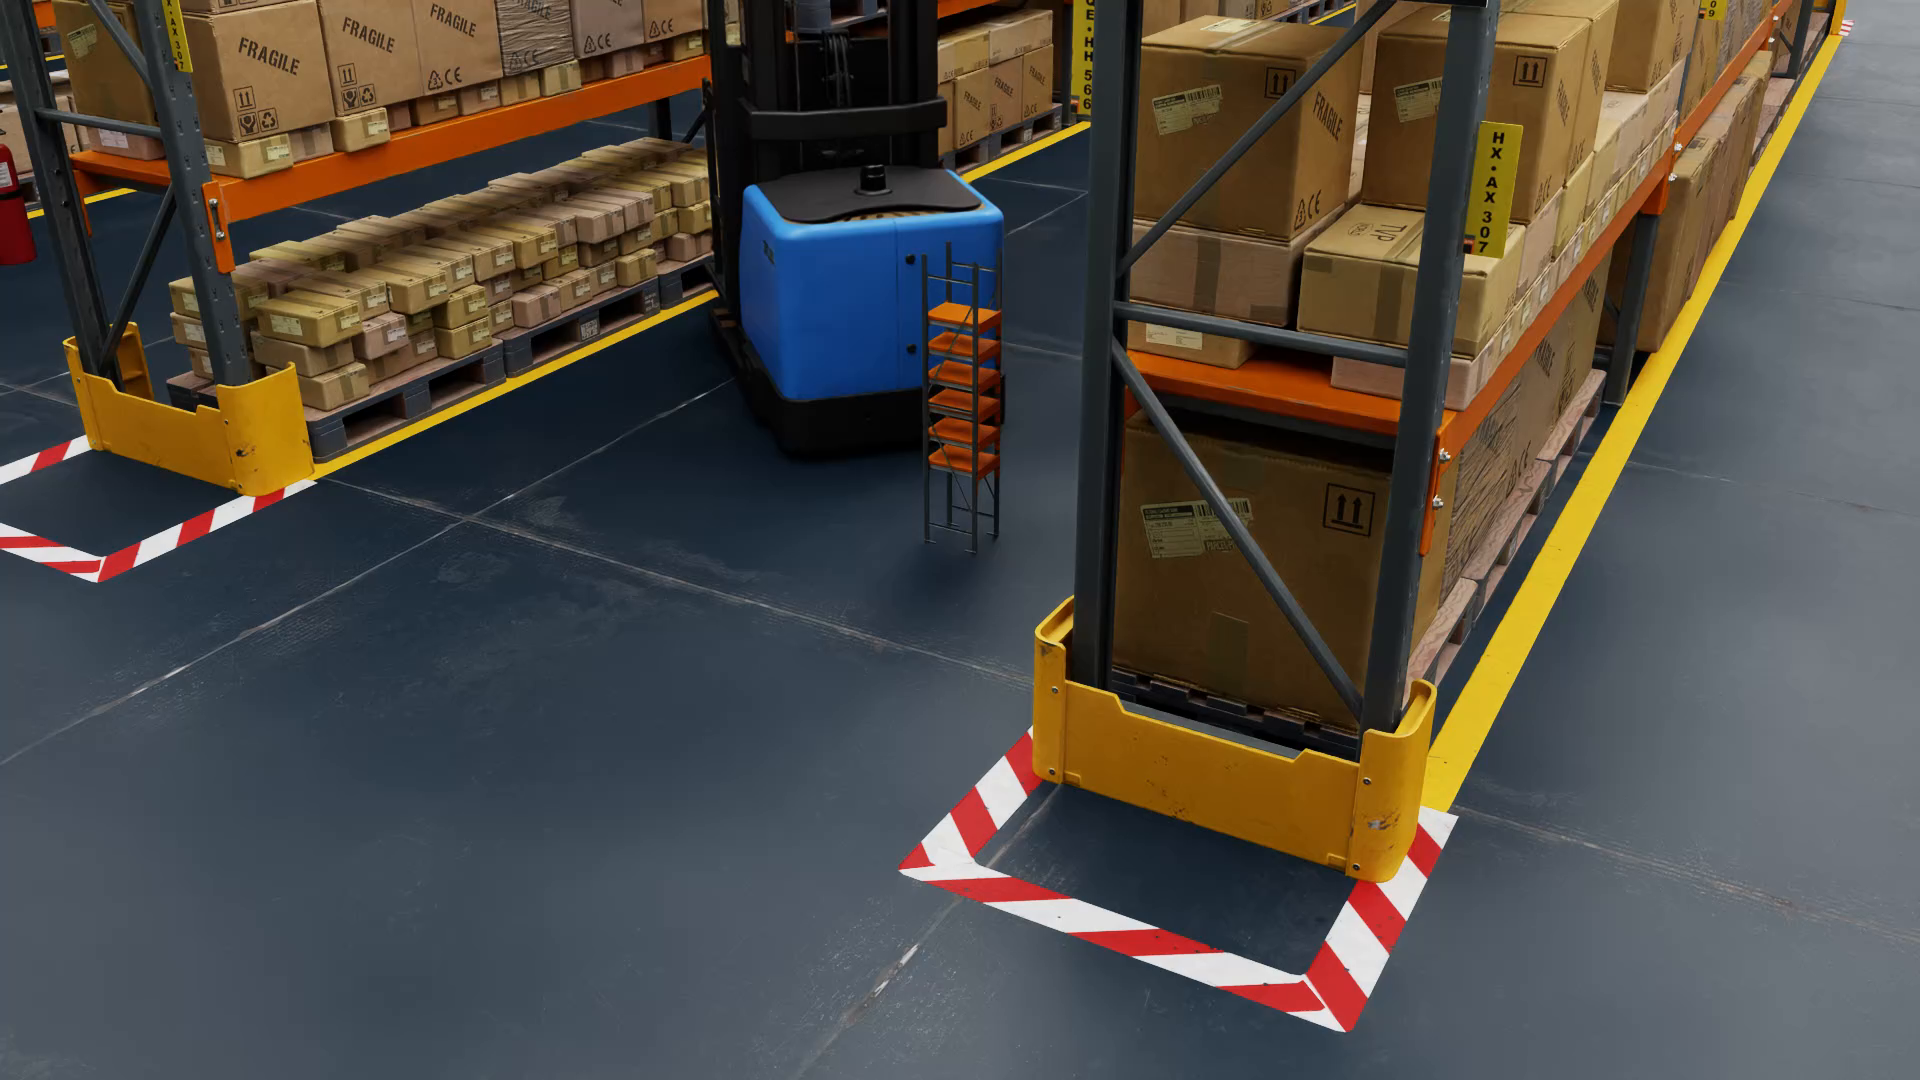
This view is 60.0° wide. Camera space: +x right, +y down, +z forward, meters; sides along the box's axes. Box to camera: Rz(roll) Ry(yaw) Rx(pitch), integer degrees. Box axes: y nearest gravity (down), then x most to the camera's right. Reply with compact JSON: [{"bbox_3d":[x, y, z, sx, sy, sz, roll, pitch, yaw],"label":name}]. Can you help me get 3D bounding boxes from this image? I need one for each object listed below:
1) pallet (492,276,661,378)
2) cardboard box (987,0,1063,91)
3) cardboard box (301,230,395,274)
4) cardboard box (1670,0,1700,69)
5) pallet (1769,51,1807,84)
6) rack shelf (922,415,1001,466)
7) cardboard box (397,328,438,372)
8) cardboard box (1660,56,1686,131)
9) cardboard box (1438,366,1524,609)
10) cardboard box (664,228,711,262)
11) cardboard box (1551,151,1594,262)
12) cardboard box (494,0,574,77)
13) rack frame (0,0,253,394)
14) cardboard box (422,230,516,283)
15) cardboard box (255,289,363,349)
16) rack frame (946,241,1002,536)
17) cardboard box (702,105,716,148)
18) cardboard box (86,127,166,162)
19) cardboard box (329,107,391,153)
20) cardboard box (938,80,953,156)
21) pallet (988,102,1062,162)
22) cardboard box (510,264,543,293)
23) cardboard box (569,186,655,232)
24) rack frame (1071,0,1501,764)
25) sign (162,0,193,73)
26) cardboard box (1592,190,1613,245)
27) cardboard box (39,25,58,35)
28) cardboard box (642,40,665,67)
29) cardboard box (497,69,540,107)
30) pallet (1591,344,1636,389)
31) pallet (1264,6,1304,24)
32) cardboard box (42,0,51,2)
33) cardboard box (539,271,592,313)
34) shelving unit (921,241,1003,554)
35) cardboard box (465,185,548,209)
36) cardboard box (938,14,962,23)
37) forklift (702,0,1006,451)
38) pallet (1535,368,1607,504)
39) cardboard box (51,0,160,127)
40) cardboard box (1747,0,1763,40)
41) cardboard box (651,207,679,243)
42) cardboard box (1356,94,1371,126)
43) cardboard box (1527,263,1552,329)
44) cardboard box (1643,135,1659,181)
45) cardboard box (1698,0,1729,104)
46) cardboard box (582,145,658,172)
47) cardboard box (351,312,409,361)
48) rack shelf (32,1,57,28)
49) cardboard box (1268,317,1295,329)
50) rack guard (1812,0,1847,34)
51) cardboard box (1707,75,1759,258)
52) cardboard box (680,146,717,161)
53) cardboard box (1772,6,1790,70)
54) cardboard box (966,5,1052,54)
[{"bbox_3d":[-2.389,-1.246,9.003,1.003,0.211,1.213,14,30,26],"label":"pallet"},{"bbox_3d":[0.856,-4.198,13.829,1.050,0.750,0.750,14,30,25],"label":"cardboard box"},{"bbox_3d":[-3.045,-1.423,8.292,0.380,0.149,0.250,13,29,24],"label":"cardboard box"},{"bbox_3d":[2.785,-2.271,6.933,0.500,0.500,0.500,15,30,28],"label":"cardboard box"},{"bbox_3d":[7.014,-4.248,15.001,1.003,0.211,1.213,14,30,26],"label":"pallet"},{"bbox_3d":[0.007,-0.395,6.566,0.258,0.103,0.180,14,30,26],"label":"rack shelf"},{"bbox_3d":[-2.748,-0.946,8.004,0.380,0.149,0.250,15,30,27],"label":"cardboard box"},{"bbox_3d":[2.790,-1.944,7.117,0.500,0.250,0.500,14,30,25],"label":"cardboard box"},{"bbox_3d":[1.504,-0.408,6.119,0.875,0.875,0.875,14,30,26],"label":"cardboard box"},{"bbox_3d":[-1.661,-1.724,9.560,0.380,0.149,0.250,13,29,24],"label":"cardboard box"},{"bbox_3d":[1.782,-1.142,5.515,0.500,0.250,0.500,13,29,24],"label":"cardboard box"},{"bbox_3d":[-2.258,-2.575,8.098,0.500,0.500,0.500,13,30,25],"label":"cardboard box"},{"bbox_3d":[-3.458,-1.681,6.756,1.000,3.000,0.127,14,30,26],"label":"rack frame"},{"bbox_3d":[-2.443,-1.414,8.274,0.380,0.149,0.250,15,30,28],"label":"cardboard box"},{"bbox_3d":[-2.904,-0.989,7.426,0.380,0.149,0.250,13,29,24],"label":"cardboard box"},{"bbox_3d":[0.052,-0.578,6.564,0.240,1.200,0.006,14,30,26],"label":"rack frame"},{"bbox_3d":[-1.345,-2.653,11.023,0.500,0.500,0.500,14,30,25],"label":"cardboard box"},{"bbox_3d":[-3.543,-1.757,7.191,0.380,0.149,0.250,14,30,26],"label":"cardboard box"},{"bbox_3d":[-2.745,-1.824,7.323,0.380,0.149,0.250,13,30,25],"label":"cardboard box"},{"bbox_3d":[-0.391,-2.953,11.621,0.500,0.500,0.500,15,30,27],"label":"cardboard box"},{"bbox_3d":[0.092,-3.247,13.001,1.003,0.211,1.213,14,30,26],"label":"pallet"},{"bbox_3d":[-2.383,-1.399,8.576,0.380,0.149,0.250,16,31,29],"label":"cardboard box"},{"bbox_3d":[-1.894,-1.806,9.057,0.380,0.149,0.250,13,29,24],"label":"cardboard box"},{"bbox_3d":[0.811,-0.549,4.496,1.000,3.000,0.127,14,30,26],"label":"rack frame"},{"bbox_3d":[-2.985,-1.948,6.324,0.100,0.325,0.005,14,30,26],"label":"sign"},{"bbox_3d":[2.156,-1.205,6.086,0.380,0.149,0.250,15,30,27],"label":"cardboard box"},{"bbox_3d":[-8.976,-5.195,16.099,0.500,0.500,0.500,13,29,24],"label":"cardboard box"},{"bbox_3d":[-1.829,-2.663,9.000,0.380,0.149,0.250,13,30,25],"label":"cardboard box"},{"bbox_3d":[-2.290,-2.241,8.157,0.380,0.149,0.250,15,30,28],"label":"cardboard box"},{"bbox_3d":[3.093,-1.178,8.868,1.003,0.211,1.213,14,30,26],"label":"pallet"},{"bbox_3d":[2.888,-5.389,17.280,1.003,0.211,1.213,14,30,26],"label":"pallet"},{"bbox_3d":[-6.103,-3.896,11.070,0.500,0.500,0.500,13,30,25],"label":"cardboard box"},{"bbox_3d":[-2.172,-1.333,8.778,0.380,0.149,0.250,14,30,26],"label":"cardboard box"},{"bbox_3d":[0.007,-0.542,6.493,0.258,1.200,0.189,14,30,26],"label":"shelving unit"},{"bbox_3d":[-2.475,-1.814,9.074,0.380,0.149,0.250,13,29,24],"label":"cardboard box"},{"bbox_3d":[-0.322,-3.791,12.457,0.500,0.250,0.500,14,30,25],"label":"cardboard box"},{"bbox_3d":[-0.715,-2.344,8.159,1.130,2.935,3.031,-8,28,-15],"label":"forklift"},{"bbox_3d":[2.336,-0.582,7.676,1.003,0.211,1.213,14,30,26],"label":"pallet"},{"bbox_3d":[-3.461,-2.090,7.130,0.500,0.500,0.500,15,30,27],"label":"cardboard box"},{"bbox_3d":[4.469,-3.271,9.823,0.500,0.500,0.500,14,30,26],"label":"cardboard box"},{"bbox_3d":[-1.816,-1.800,9.378,0.380,0.149,0.250,14,30,27],"label":"cardboard box"},{"bbox_3d":[1.571,-1.462,6.155,0.500,0.250,0.500,14,30,26],"label":"cardboard box"},{"bbox_3d":[1.651,-0.804,5.286,0.380,0.149,0.250,14,30,25],"label":"cardboard box"},{"bbox_3d":[2.661,-1.604,6.884,0.380,0.149,0.250,14,30,25],"label":"cardboard box"},{"bbox_3d":[3.469,-2.473,8.227,0.500,0.500,0.500,14,30,26],"label":"cardboard box"},{"bbox_3d":[-2.027,-2.235,9.916,0.380,0.149,0.250,16,31,29],"label":"cardboard box"},{"bbox_3d":[-2.793,-0.968,7.717,0.380,0.149,0.250,14,30,26],"label":"cardboard box"},{"bbox_3d":[-6.833,-3.189,10.573,1.077,0.370,4.000,14,30,26],"label":"rack shelf"},{"bbox_3d":[0.826,-0.750,5.177,0.380,0.149,0.250,15,30,27],"label":"cardboard box"},{"bbox_3d":[8.645,-5.637,17.452,1.175,0.500,0.348,14,30,26],"label":"rack guard"},{"bbox_3d":[3.944,-2.294,9.887,1.225,0.875,0.875,14,30,26],"label":"cardboard box"},{"bbox_3d":[-1.438,-2.222,9.890,0.380,0.149,0.250,15,30,28],"label":"cardboard box"},{"bbox_3d":[6.946,-4.443,14.597,0.500,0.500,0.500,13,29,25],"label":"cardboard box"},{"bbox_3d":[0.370,-3.879,12.634,0.500,0.250,0.500,13,30,25],"label":"cardboard box"}]
